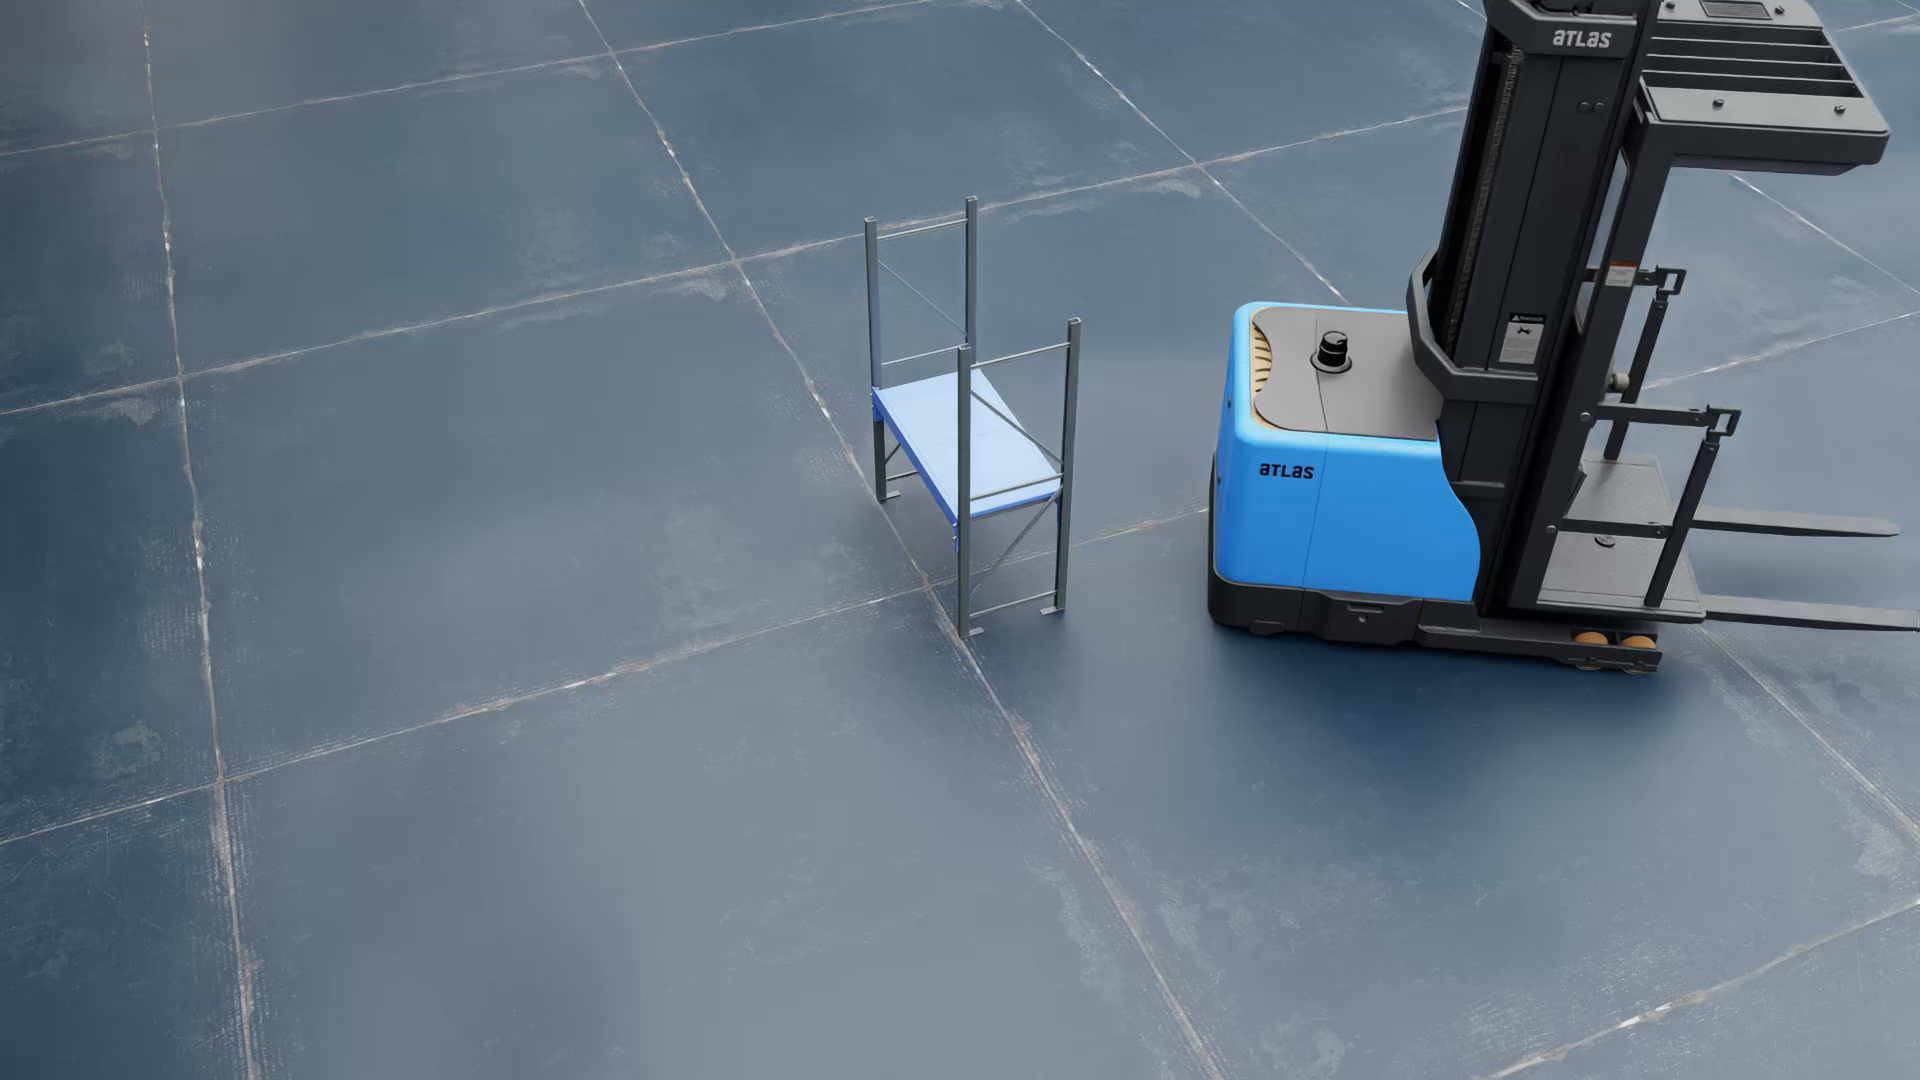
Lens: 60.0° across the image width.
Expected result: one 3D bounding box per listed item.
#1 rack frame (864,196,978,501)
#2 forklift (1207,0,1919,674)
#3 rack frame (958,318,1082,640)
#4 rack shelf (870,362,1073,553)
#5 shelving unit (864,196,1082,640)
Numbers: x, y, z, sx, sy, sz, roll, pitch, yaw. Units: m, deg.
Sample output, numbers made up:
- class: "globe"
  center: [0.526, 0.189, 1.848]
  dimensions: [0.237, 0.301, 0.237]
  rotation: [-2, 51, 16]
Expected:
- class: "rack frame"
  center: [-0.162, -0.823, 7.476]
  dimensions: [0.500, 1.500, 0.032]
  rotation: [-15, 43, -17]
- class: "forklift"
  center: [2.630, -0.915, 6.484]
  dimensions: [3.031, 2.935, 1.130]
  rotation: [5, 41, 5]
- class: "rack frame"
  center: [0.227, -0.211, 6.764]
  dimensions: [0.500, 1.500, 0.032]
  rotation: [-15, 43, -17]
- class: "rack shelf"
  center: [0.033, -0.381, 7.237]
  dimensions: [0.538, 0.185, 1.000]
  rotation: [-15, 43, -17]
- class: "shelving unit"
  center: [0.033, -0.517, 7.120]
  dimensions: [0.538, 1.500, 1.048]
  rotation: [-15, 43, -17]
